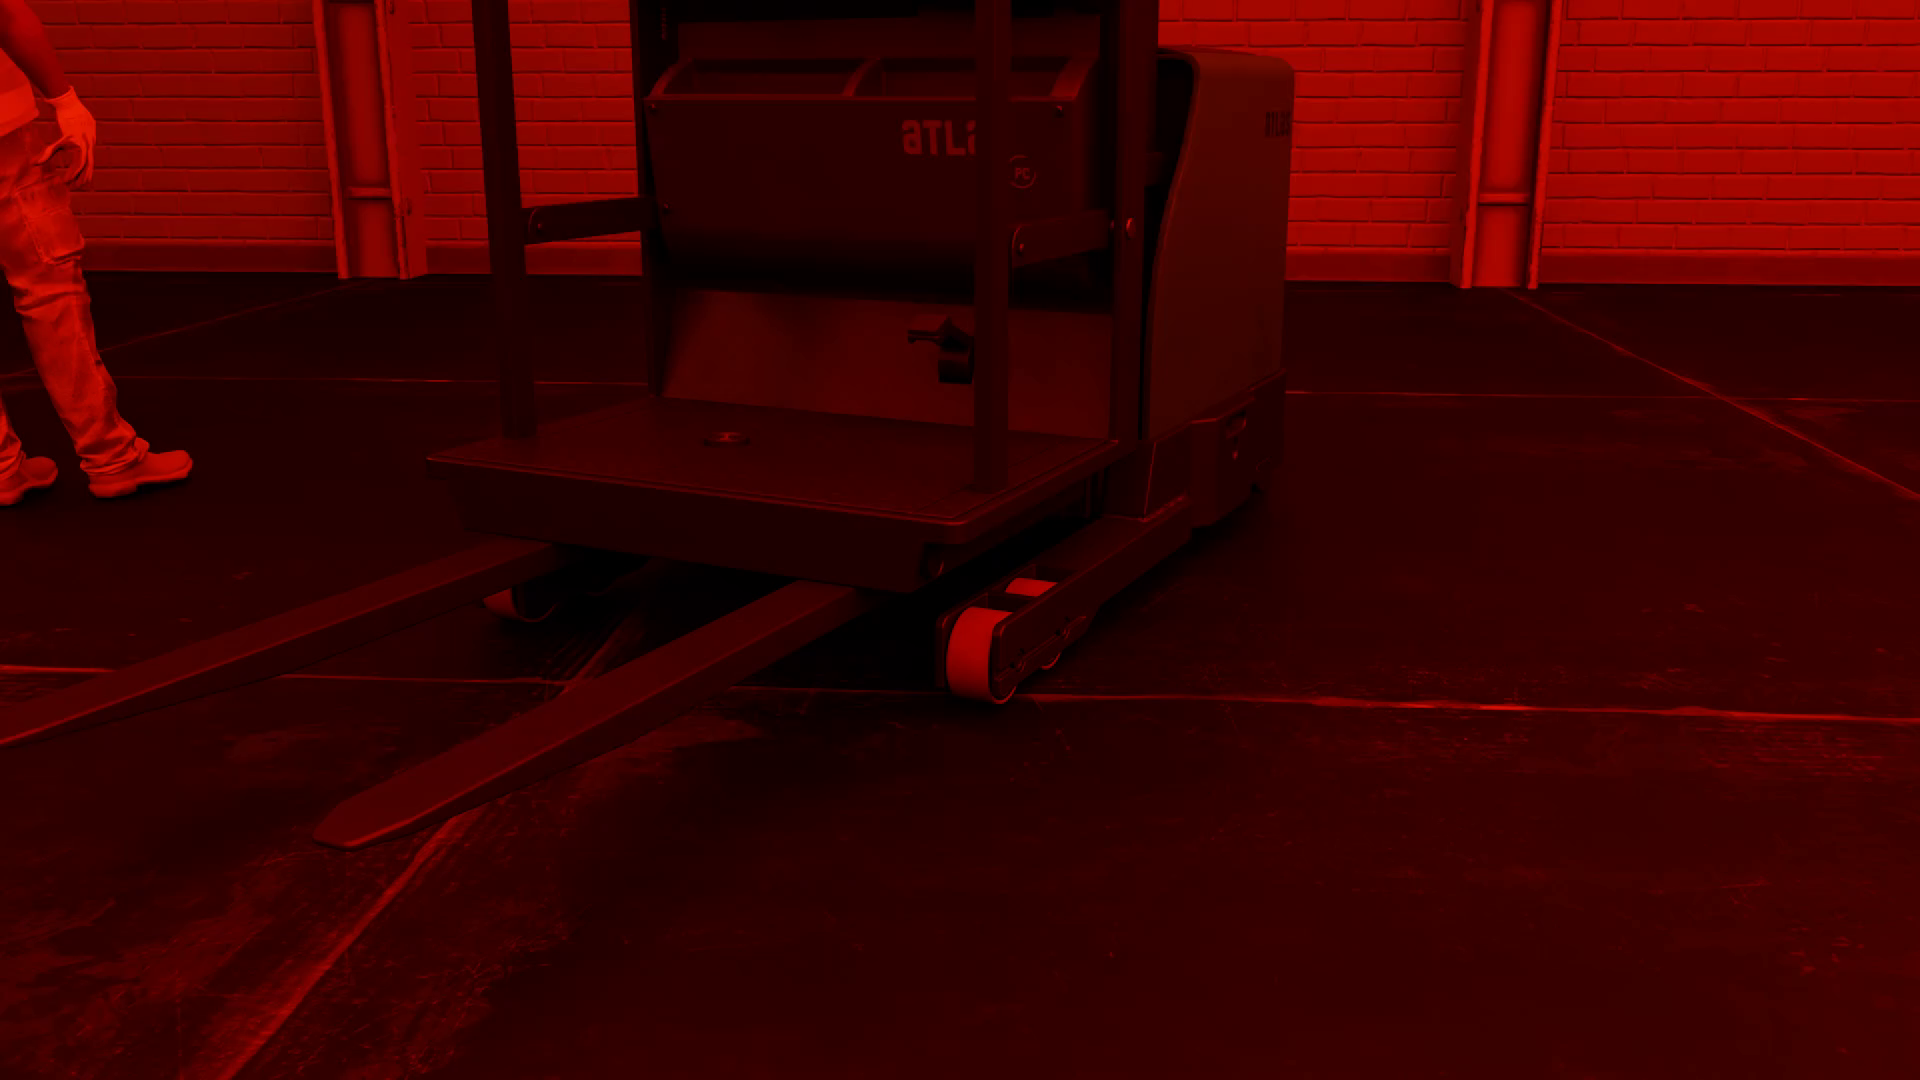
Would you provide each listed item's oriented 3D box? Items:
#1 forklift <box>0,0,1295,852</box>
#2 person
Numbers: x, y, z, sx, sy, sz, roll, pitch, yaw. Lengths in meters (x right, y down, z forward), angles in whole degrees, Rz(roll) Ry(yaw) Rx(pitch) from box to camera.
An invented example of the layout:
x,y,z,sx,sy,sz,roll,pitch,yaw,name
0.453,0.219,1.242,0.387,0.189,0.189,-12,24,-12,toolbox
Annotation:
x,y,z,sx,sy,sz,roll,pitch,yaw,name
-0.277,-1.268,2.889,1.130,2.935,3.031,7,17,25,forklift
-2.360,-0.974,3.969,0.657,1.784,0.577,2,15,8,person
